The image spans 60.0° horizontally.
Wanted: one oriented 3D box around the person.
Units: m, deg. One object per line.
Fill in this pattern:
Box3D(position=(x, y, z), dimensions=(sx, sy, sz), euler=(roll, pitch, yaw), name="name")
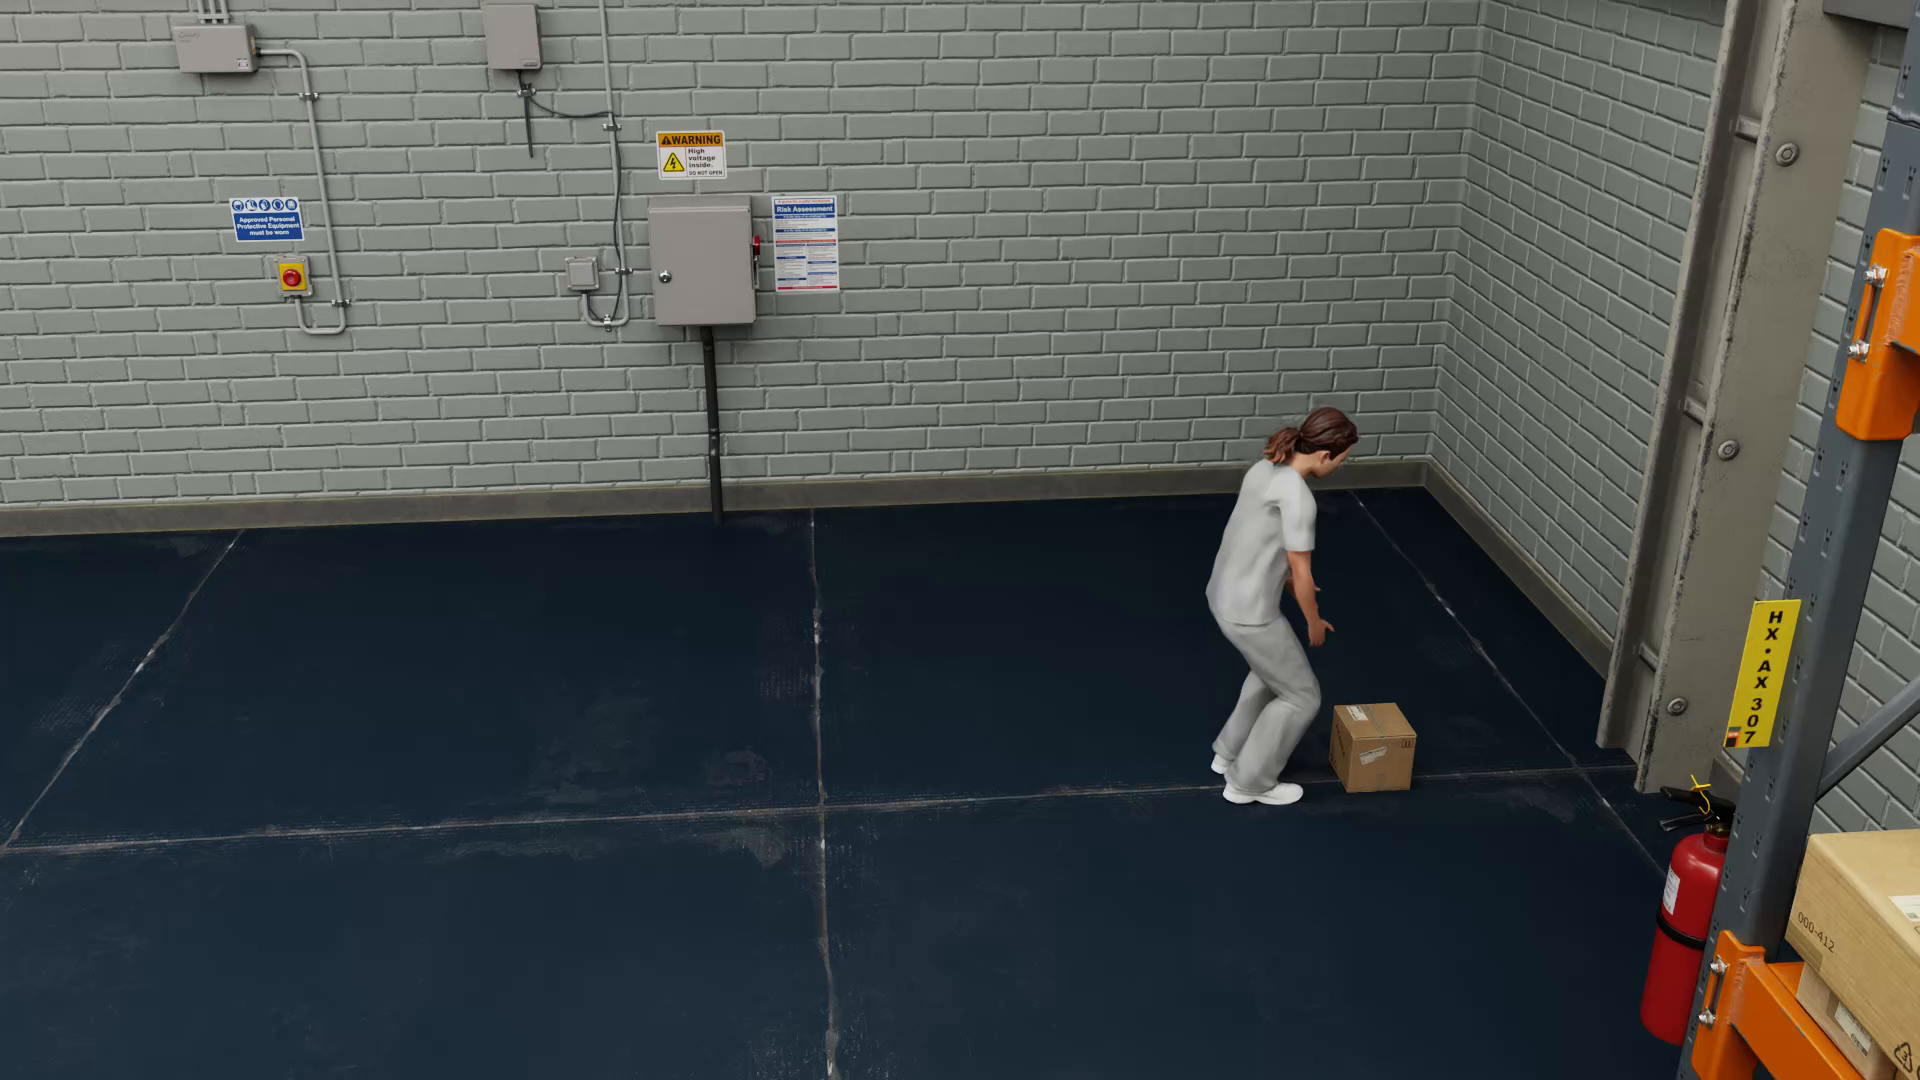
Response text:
Box3D(position=(1.178, 0.239, 6.245), dimensions=(0.511, 1.536, 0.480), euler=(-2, 24, -4), name="person")
